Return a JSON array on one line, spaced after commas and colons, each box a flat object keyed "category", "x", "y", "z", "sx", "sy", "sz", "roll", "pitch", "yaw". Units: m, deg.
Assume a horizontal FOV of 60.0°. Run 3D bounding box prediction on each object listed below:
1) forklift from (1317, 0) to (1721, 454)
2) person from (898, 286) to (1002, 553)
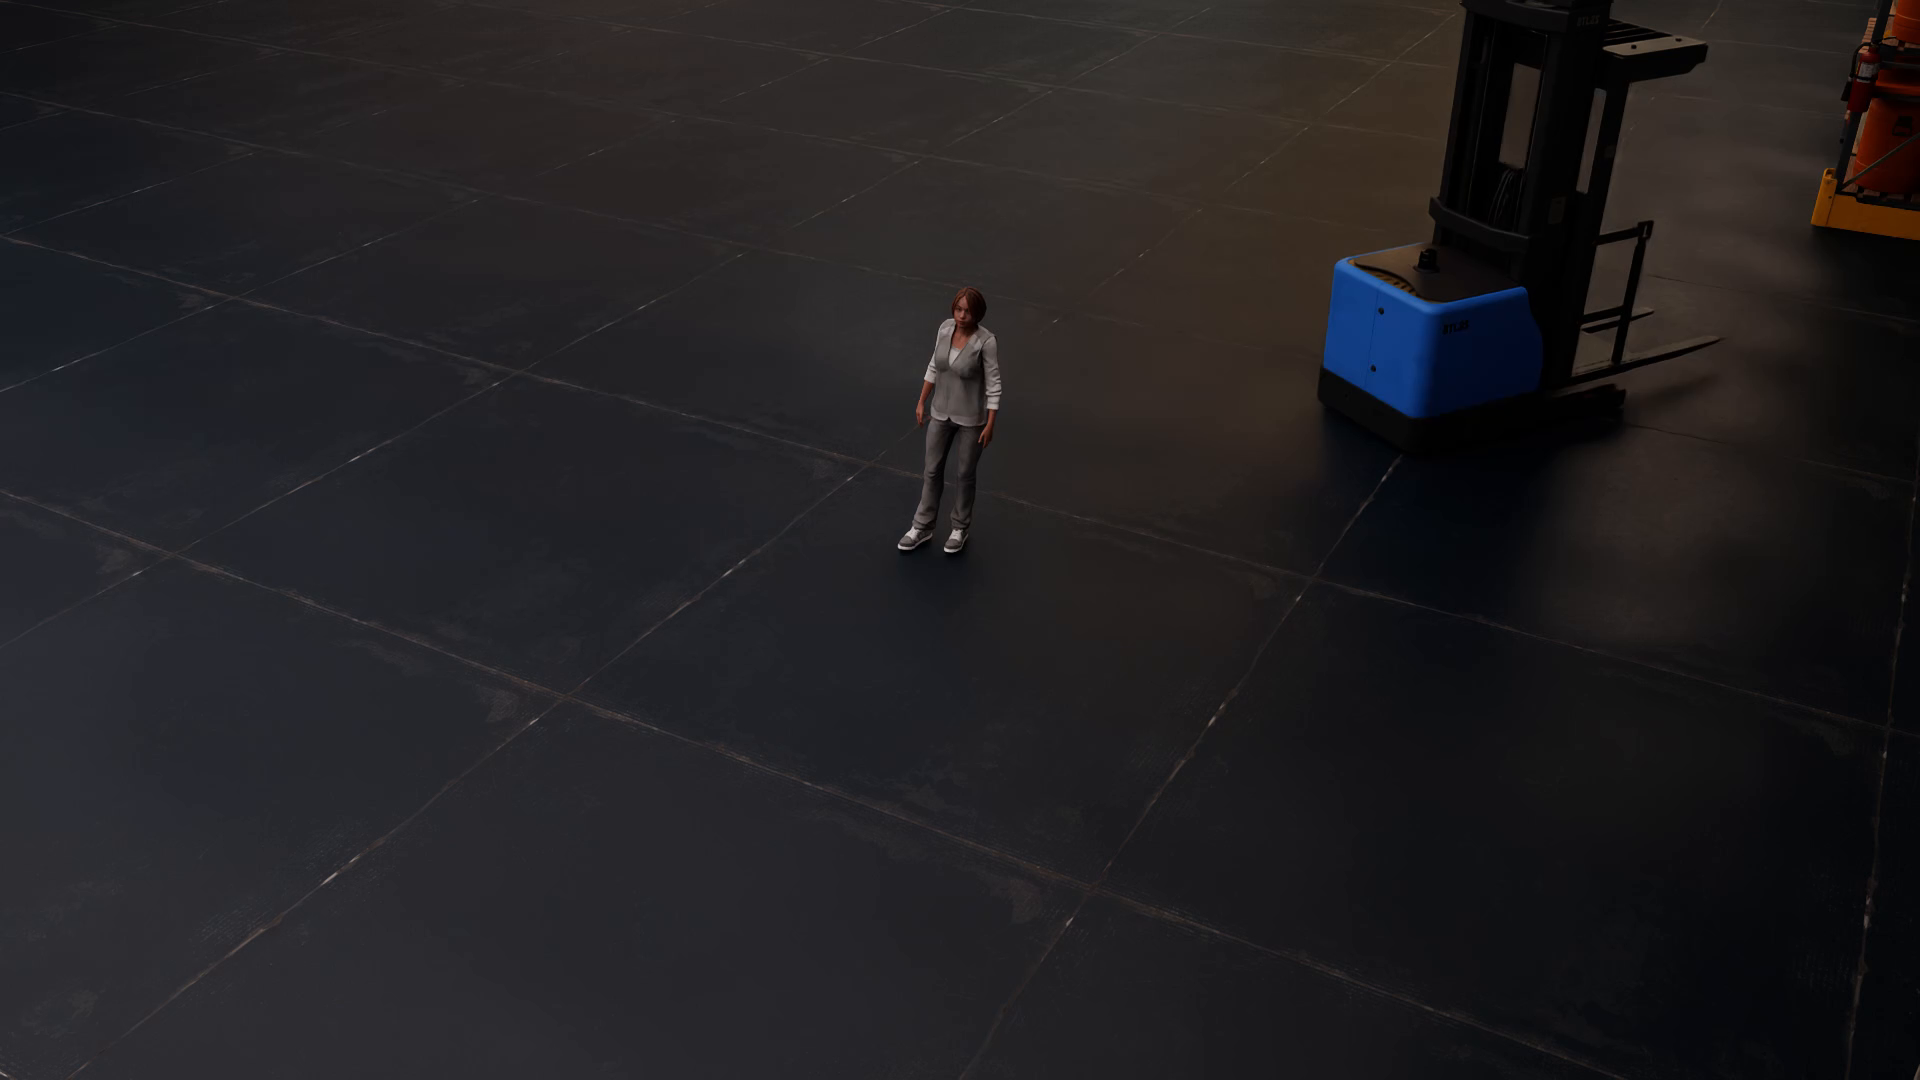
[{"category": "forklift", "x": 4.036, "y": -2.339, "z": 11.124, "sx": 3.031, "sy": 2.935, "sz": 1.130, "roll": -15, "pitch": 33, "yaw": -23}, {"category": "person", "x": -0.048, "y": -0.669, "z": 9.550, "sx": 0.520, "sy": 1.597, "sz": 0.475, "roll": 15, "pitch": 33, "yaw": 25}]
